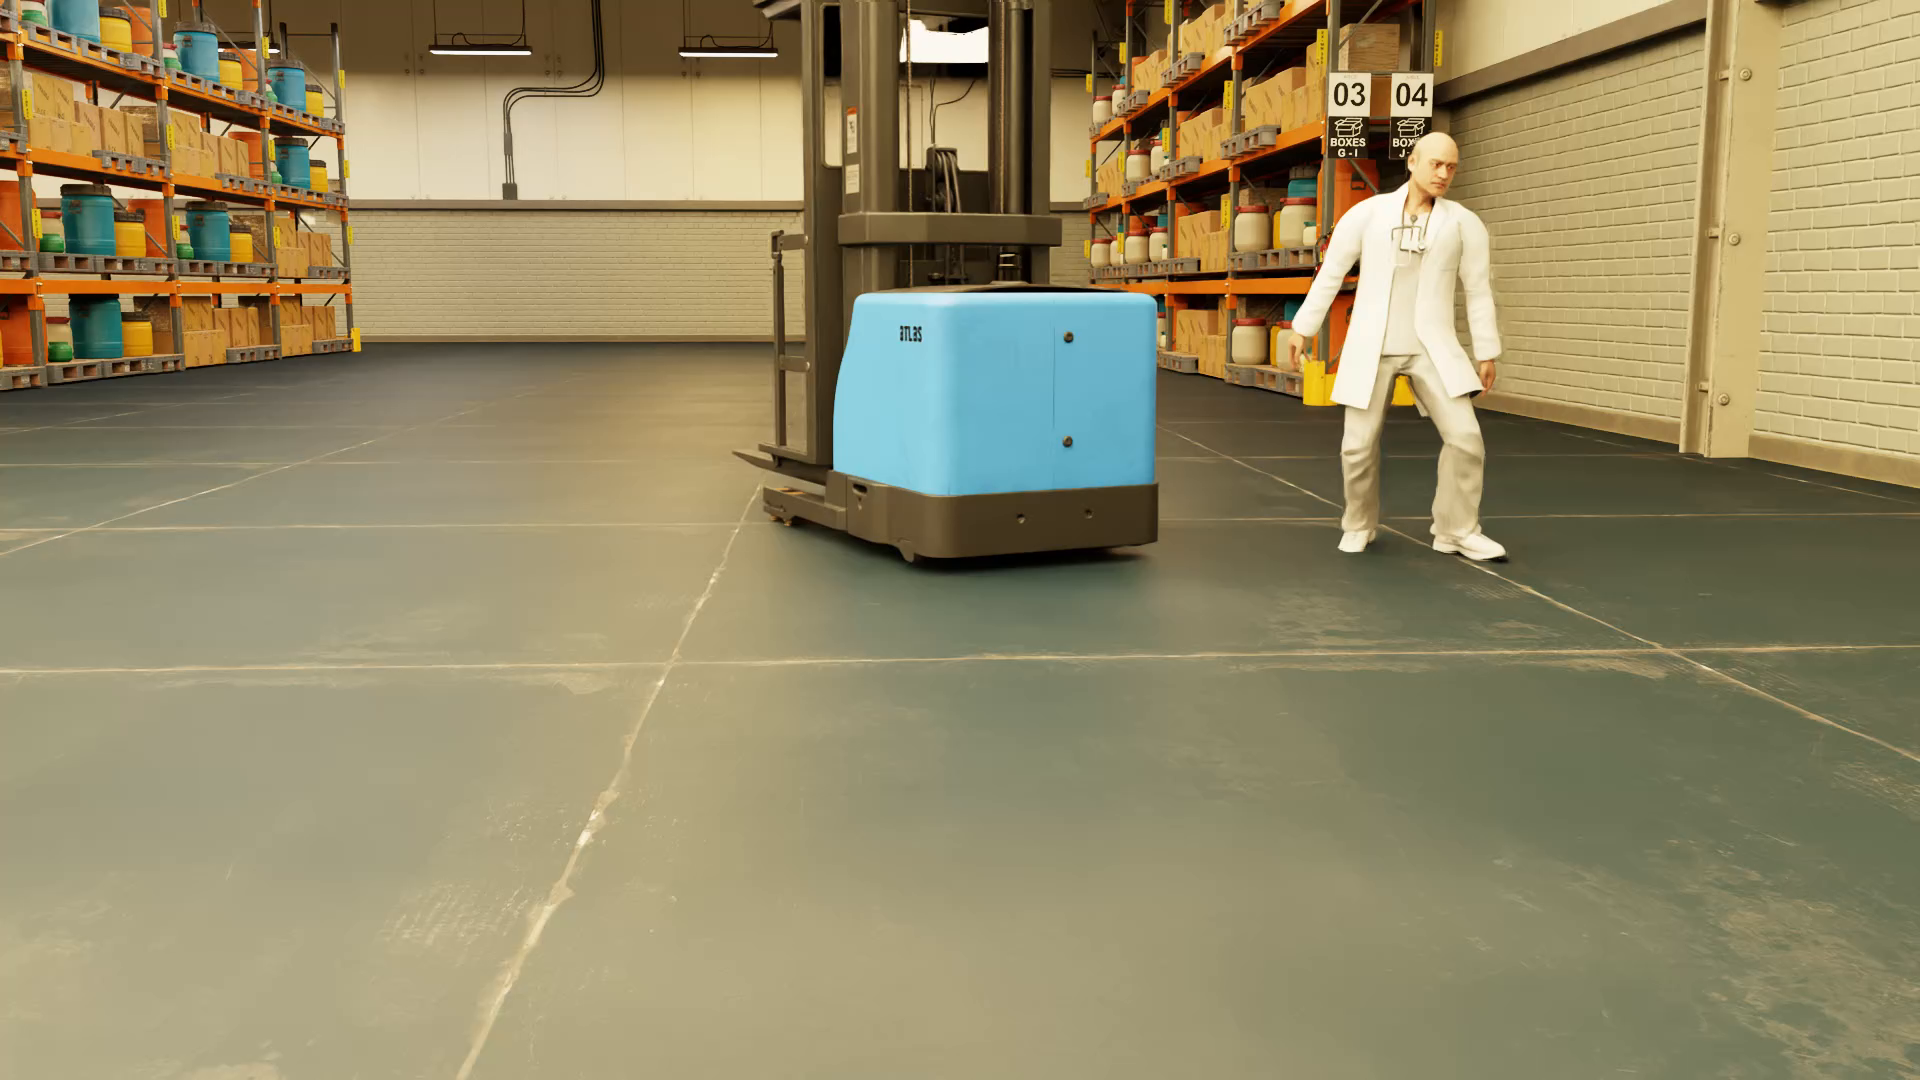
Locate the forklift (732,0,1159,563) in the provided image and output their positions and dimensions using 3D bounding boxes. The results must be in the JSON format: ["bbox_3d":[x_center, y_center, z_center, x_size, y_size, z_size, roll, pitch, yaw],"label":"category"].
[{"bbox_3d":[-0.285,-1.537,7.682,1.130,2.935,3.031,-4,9,-25],"label":"forklift"}]

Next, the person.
[{"bbox_3d":[1.813,-0.773,6.877,0.916,1.758,0.555,3,9,17],"label":"person"}]
